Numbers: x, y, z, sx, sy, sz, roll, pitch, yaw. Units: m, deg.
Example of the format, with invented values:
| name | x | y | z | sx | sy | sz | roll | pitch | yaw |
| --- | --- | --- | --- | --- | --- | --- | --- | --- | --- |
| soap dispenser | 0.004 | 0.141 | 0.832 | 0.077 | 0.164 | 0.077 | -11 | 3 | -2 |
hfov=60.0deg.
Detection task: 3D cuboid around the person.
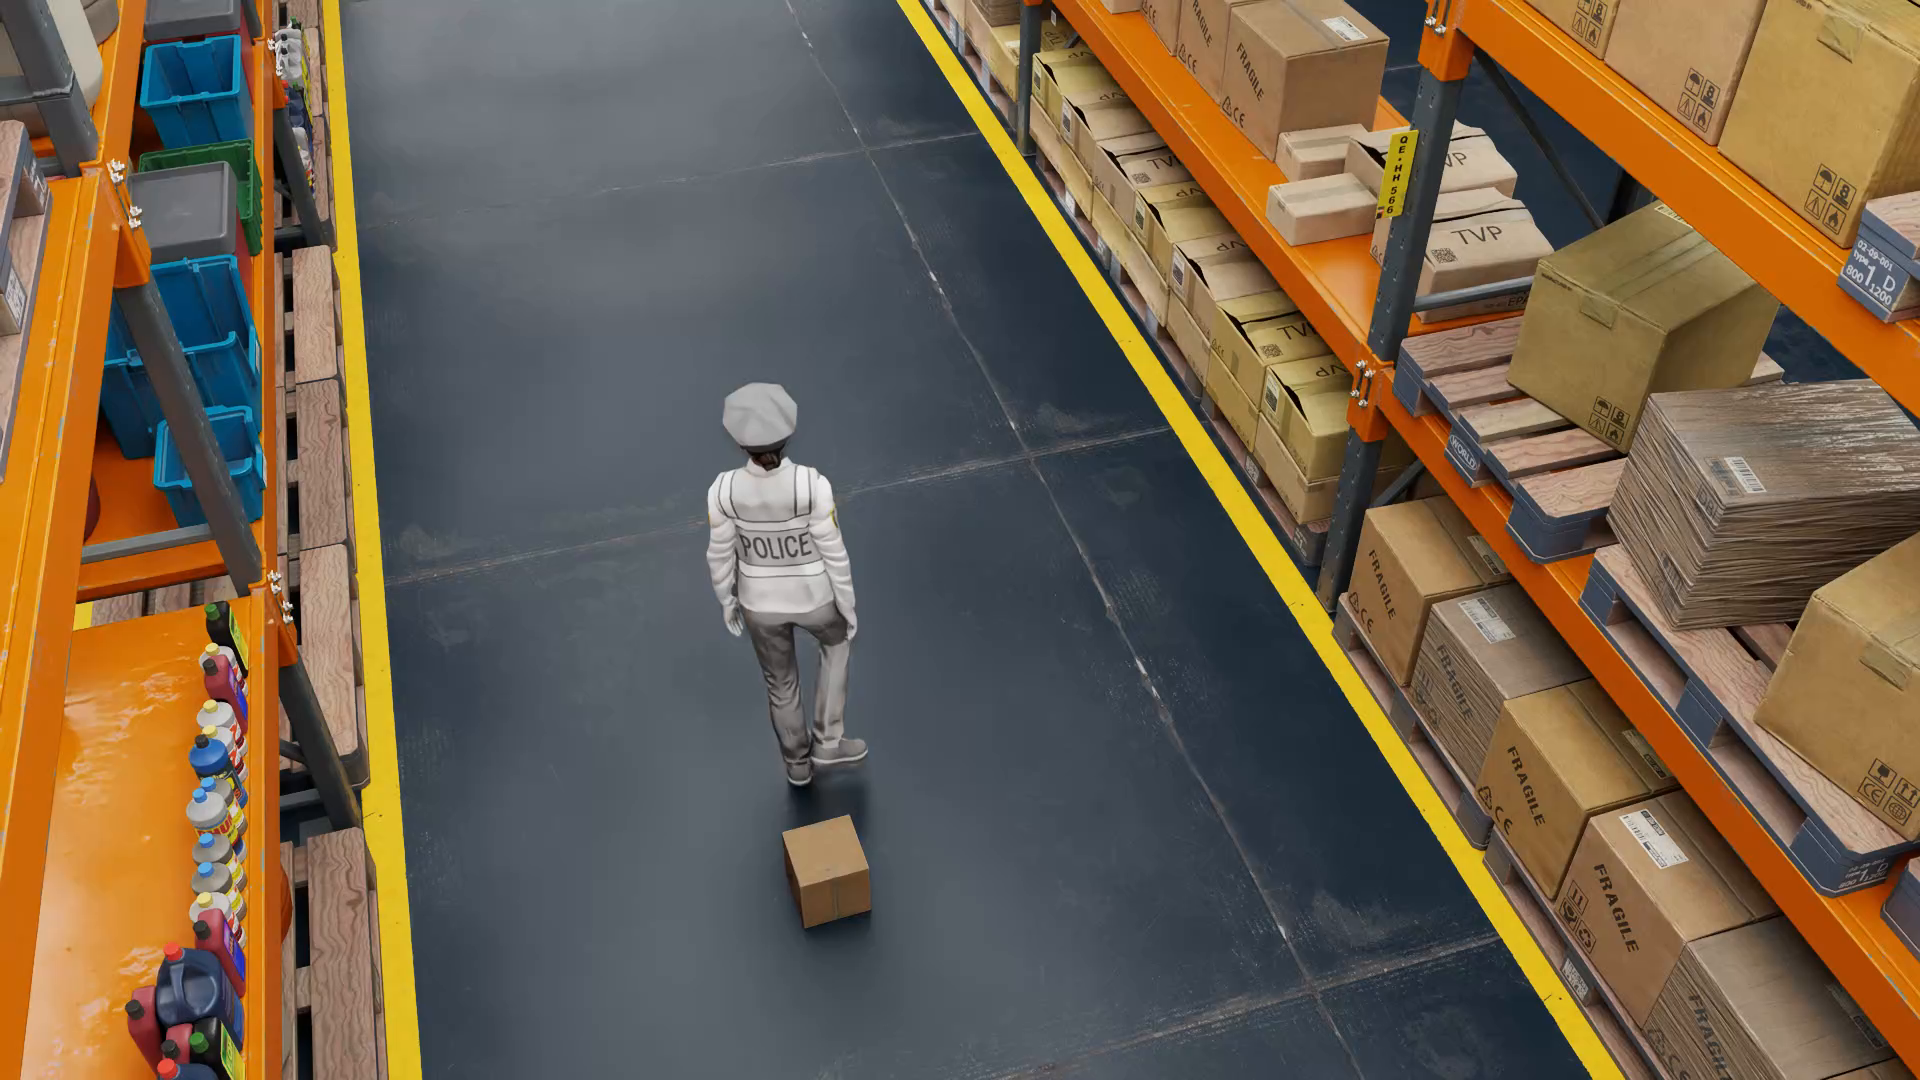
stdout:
| name | x | y | z | sx | sy | sz | roll | pitch | yaw |
| --- | --- | --- | --- | --- | --- | --- | --- | --- | --- |
| person | -0.616 | 0.221 | 5.891 | 0.524 | 1.668 | 0.459 | -1 | 43 | -1 |
